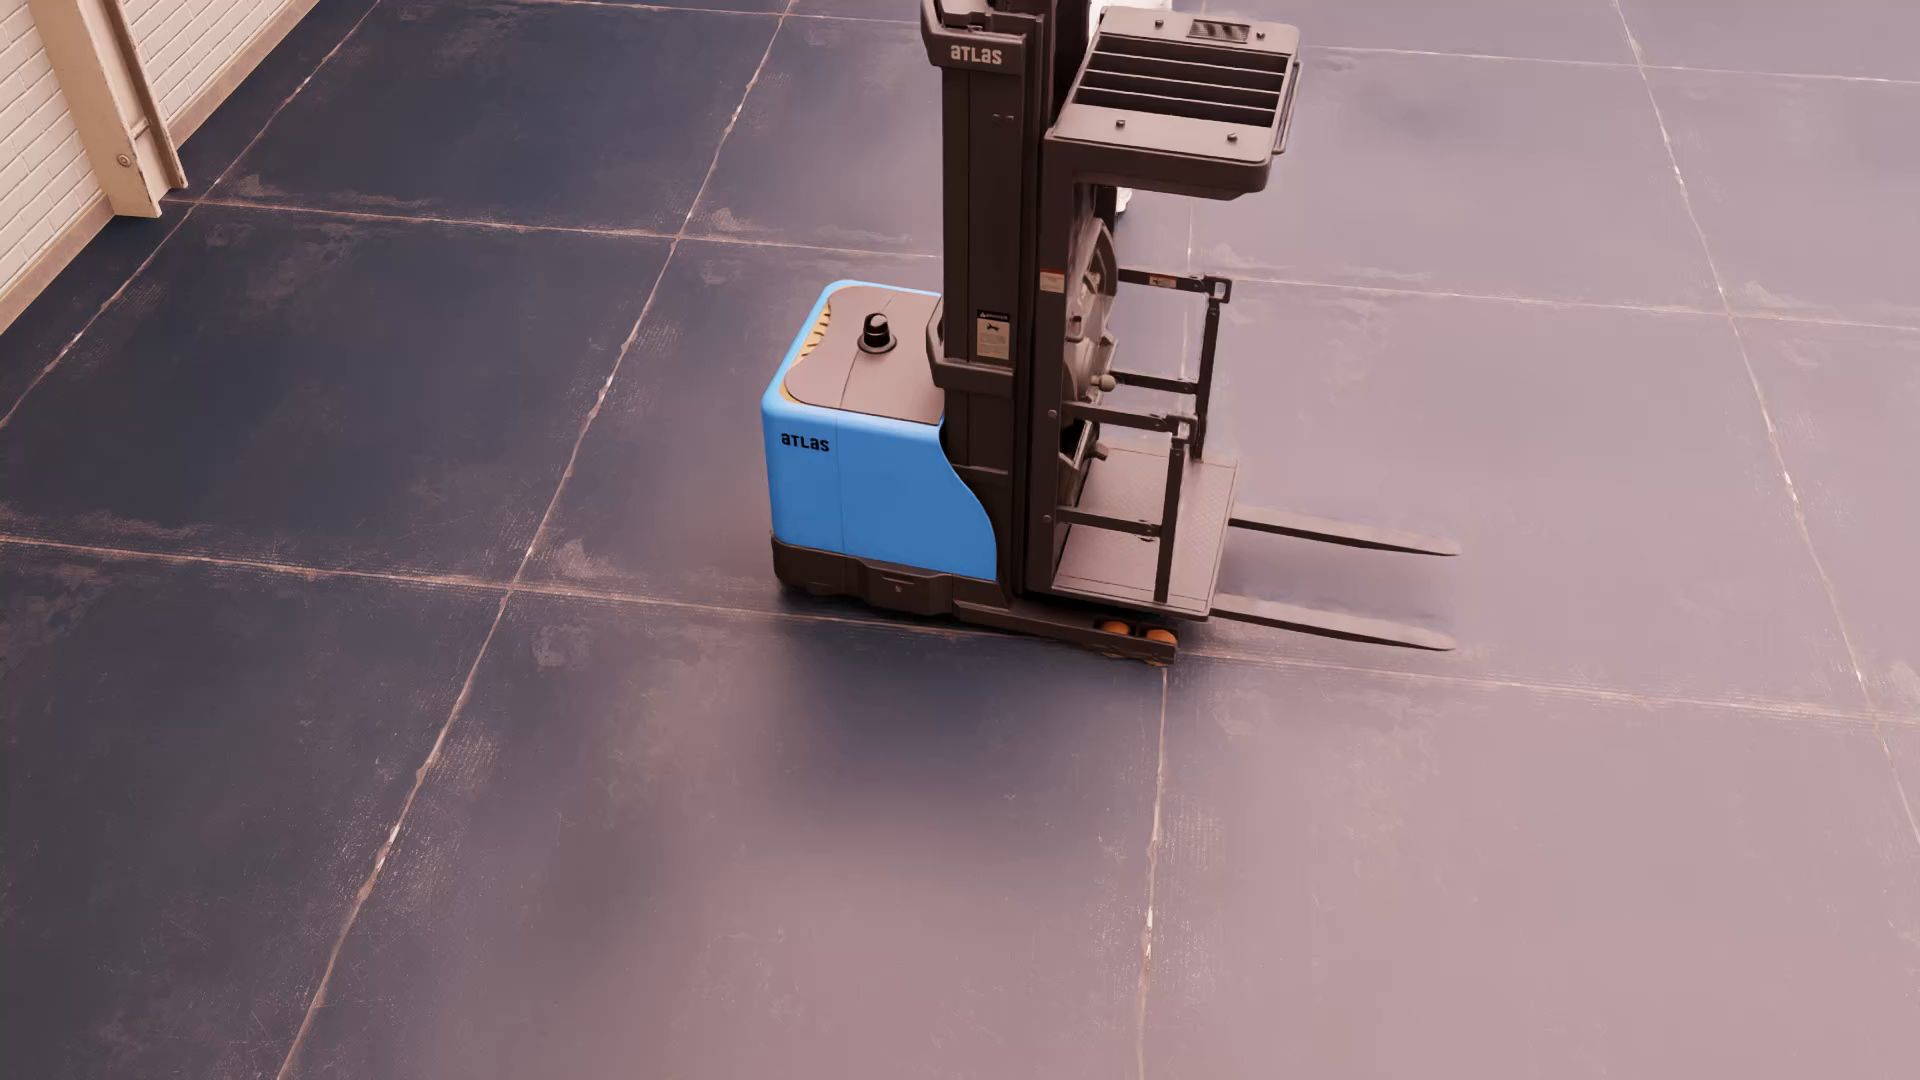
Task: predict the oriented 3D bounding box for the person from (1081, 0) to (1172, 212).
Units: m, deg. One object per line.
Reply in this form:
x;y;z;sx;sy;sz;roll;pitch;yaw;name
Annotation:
0.866;-2.692;9.599;0.728;1.763;0.799;-4;43;-5;person

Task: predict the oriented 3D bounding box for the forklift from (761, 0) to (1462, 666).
0.723;-0.928;6.735;3.031;2.935;1.130;10;44;11;forklift
